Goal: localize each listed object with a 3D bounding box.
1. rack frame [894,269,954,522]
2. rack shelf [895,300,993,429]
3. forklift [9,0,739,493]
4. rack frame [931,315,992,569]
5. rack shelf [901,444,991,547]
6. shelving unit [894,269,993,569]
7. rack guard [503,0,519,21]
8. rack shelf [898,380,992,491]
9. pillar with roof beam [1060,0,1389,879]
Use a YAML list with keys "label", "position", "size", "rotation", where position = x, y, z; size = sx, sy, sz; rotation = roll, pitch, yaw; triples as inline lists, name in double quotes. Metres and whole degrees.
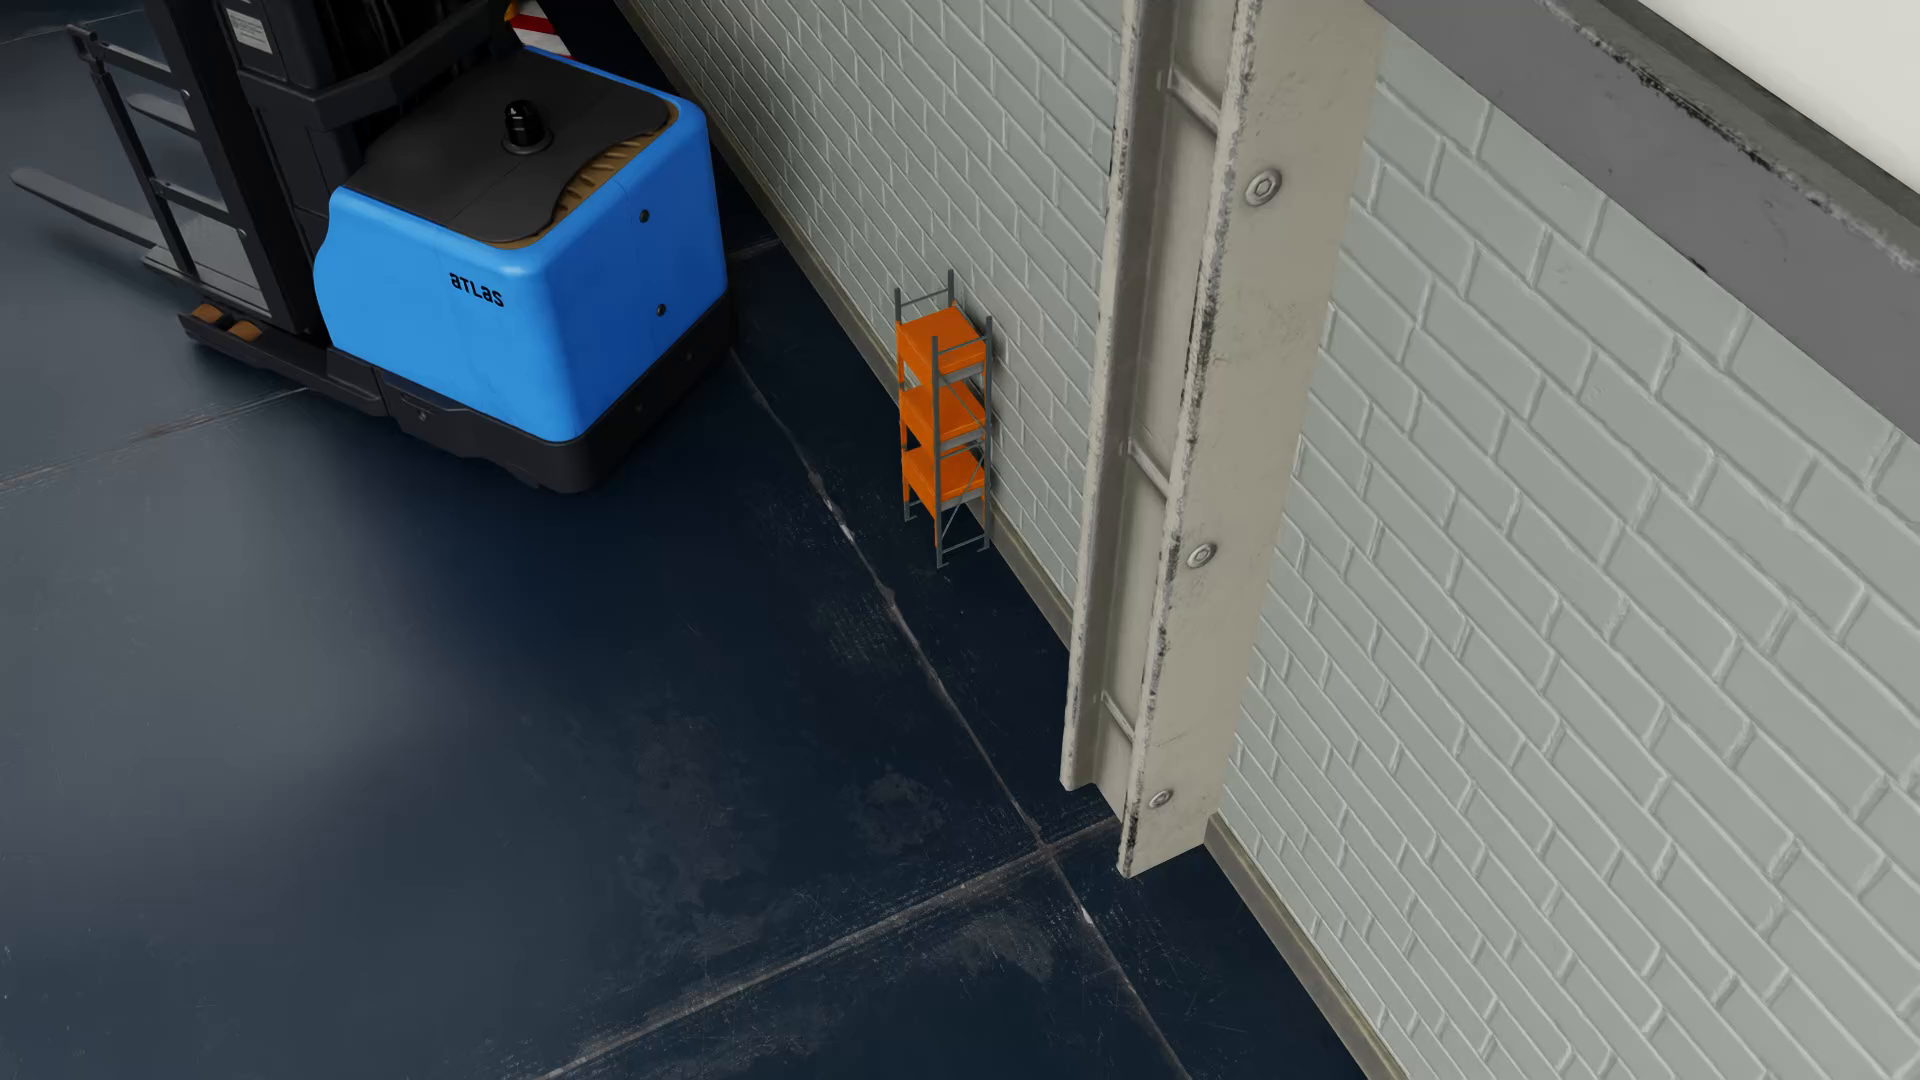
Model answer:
- label: "rack frame"
  position: [-0.106, -0.446, 5.442]
  size: [0.200, 1.050, 0.008]
  rotation: [-22, 52, -18]
- label: "rack shelf"
  position: [-0.050, -0.545, 5.165]
  size: [0.215, 0.259, 0.240]
  rotation: [-22, 52, -18]
- label: "forklift"
  position: [-2.381, -1.955, 5.513]
  size: [3.031, 2.935, 1.130]
  rotation: [23, 53, 19]
- label: "rack frame"
  position: [0.008, -0.284, 5.300]
  size: [0.200, 1.050, 0.008]
  rotation: [-22, 52, -18]
- label: "rack shelf"
  position: [-0.047, -0.176, 5.589]
  size: [0.215, 0.259, 0.240]
  rotation: [-22, 52, -18]
- label: "shelving unit"
  position: [-0.049, -0.365, 5.371]
  size: [0.215, 1.050, 0.252]
  rotation: [-22, 52, -18]
- label: "rack guard"
  position: [-2.687, -2.577, 7.672]
  size: [1.175, 0.500, 0.348]
  rotation: [-21, 52, -18]
- label: "rack shelf"
  position: [-0.049, -0.358, 5.379]
  size: [0.215, 0.259, 0.240]
  rotation: [-22, 52, -18]
- label: "pillar with roof beam"
  position: [-3.297, -0.669, 0.357]
  size: [9.100, 9.000, 0.400]
  rotation: [-21, 52, -18]
